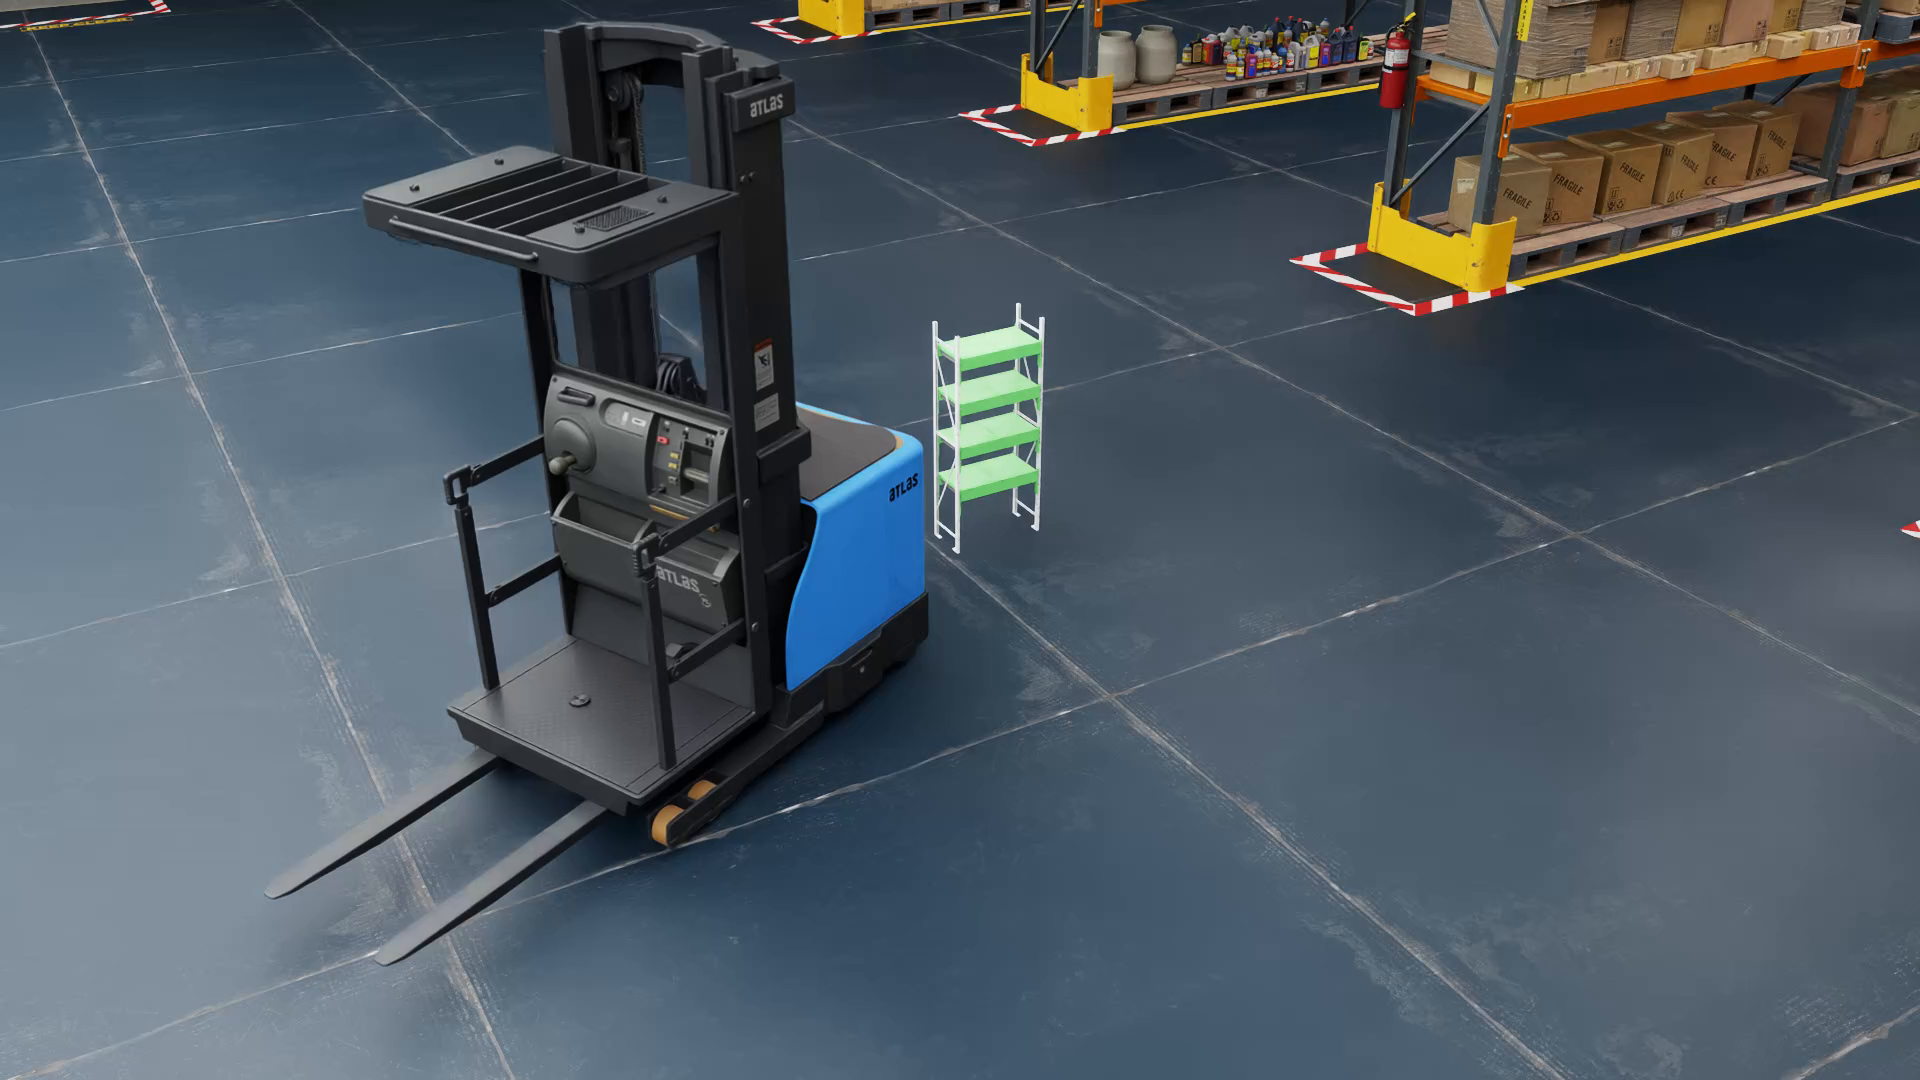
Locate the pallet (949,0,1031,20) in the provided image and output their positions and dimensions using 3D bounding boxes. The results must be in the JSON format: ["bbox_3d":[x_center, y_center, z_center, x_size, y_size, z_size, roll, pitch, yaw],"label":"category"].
[{"bbox_3d":[0.168,-6.757,20.775,1.213,0.211,1.003,-16,33,-26],"label":"pallet"}]

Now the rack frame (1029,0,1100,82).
[{"bbox_3d":[0.985,-5.412,15.452,0.127,3.000,1.000,-16,33,-26],"label":"rack frame"}]

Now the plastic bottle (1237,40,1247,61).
[{"bbox_3d":[2.937,-5.099,17.325,0.097,0.201,0.097,0,29,0],"label":"plastic bottle"}]

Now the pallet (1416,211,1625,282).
[{"bbox_3d":[4.278,-2.331,12.755,1.213,0.211,1.003,-16,33,-26],"label":"pallet"}]

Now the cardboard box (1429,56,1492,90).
[{"bbox_3d":[3.636,-3.395,12.057,0.250,0.149,0.380,-16,33,-26],"label":"cardboard box"}]

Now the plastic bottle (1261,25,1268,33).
[{"bbox_3d":[3.202,-5.301,17.606,0.133,0.283,0.061,-14,32,-24],"label":"plastic bottle"}]

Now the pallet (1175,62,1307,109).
[{"bbox_3d":[2.781,-4.723,17.089,1.213,0.211,1.003,-16,33,-26],"label":"pallet"}]

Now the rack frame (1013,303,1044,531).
[{"bbox_3d":[0.353,-0.626,8.642,0.015,1.200,0.240,-16,33,-26],"label":"rack frame"}]

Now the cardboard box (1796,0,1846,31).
[{"bbox_3d":[6.524,-4.418,13.239,0.500,0.500,0.875,-16,33,-26],"label":"cardboard box"}]

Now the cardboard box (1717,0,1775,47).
[{"bbox_3d":[5.695,-4.145,12.746,0.500,0.500,0.875,-16,33,-26],"label":"cardboard box"}]

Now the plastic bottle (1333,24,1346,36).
[{"bbox_3d":[3.952,-5.206,17.366,0.185,0.351,0.144,-16,33,-26],"label":"plastic bottle"}]

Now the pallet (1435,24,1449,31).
[{"bbox_3d":[6.144,-5.679,18.823,1.213,0.211,1.003,-16,33,-26],"label":"pallet"}]

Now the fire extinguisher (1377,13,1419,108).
[{"bbox_3d":[3.162,-3.479,12.029,0.183,0.674,0.296,-16,33,-26],"label":"fire extinguisher"}]

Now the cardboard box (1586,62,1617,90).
[{"bbox_3d":[4.514,-3.387,12.043,0.250,0.149,0.380,-16,33,-26],"label":"cardboard box"}]

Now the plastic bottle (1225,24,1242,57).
[{"bbox_3d":[2.838,-5.204,17.361,0.185,0.351,0.144,-14,32,-24],"label":"plastic bottle"}]

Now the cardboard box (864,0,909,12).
[{"bbox_3d":[-0.946,-6.495,19.826,0.500,0.250,0.500,-16,33,-26],"label":"cardboard box"}]

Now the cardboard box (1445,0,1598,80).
[{"bbox_3d":[3.983,-3.646,11.841,0.500,0.500,0.875,-16,33,-26],"label":"cardboard box"}]

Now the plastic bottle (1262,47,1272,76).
[{"bbox_3d":[3.088,-4.833,16.771,0.097,0.271,0.097,0,29,0],"label":"plastic bottle"}]

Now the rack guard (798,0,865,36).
[{"bbox_3d":[-1.542,-6.376,19.786,0.348,0.500,1.175,-16,33,-26],"label":"rack guard"}]

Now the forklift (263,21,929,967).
[{"bbox_3d":[-1.387,-0.334,6.321,1.130,2.935,3.031,18,34,29],"label":"forklift"}]

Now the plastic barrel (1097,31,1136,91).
[{"bbox_3d":[1.514,-4.700,16.302,0.421,0.512,0.421,0,29,0],"label":"plastic barrel"}]

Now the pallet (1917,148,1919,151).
[{"bbox_3d":[8.667,-3.599,15.053,1.213,0.211,1.003,-16,33,-26],"label":"pallet"}]

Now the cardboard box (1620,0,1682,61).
[{"bbox_3d":[4.806,-3.923,12.342,0.500,0.500,0.875,-16,33,-26],"label":"cardboard box"}]

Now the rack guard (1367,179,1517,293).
[{"bbox_3d":[3.560,-2.273,12.351,0.348,0.500,1.175,-16,33,-26],"label":"rack guard"}]

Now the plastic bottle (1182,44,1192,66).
[{"bbox_3d":[2.347,-5.012,17.168,0.097,0.201,0.097,0,29,0],"label":"plastic bottle"}]

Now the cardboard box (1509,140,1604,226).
[{"bbox_3d":[4.539,-2.745,12.771,0.500,0.500,0.500,-8,30,-13],"label":"cardboard box"}]

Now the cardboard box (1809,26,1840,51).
[{"bbox_3d":[6.686,-3.986,13.128,0.250,0.149,0.380,-16,33,-26],"label":"cardboard box"}]

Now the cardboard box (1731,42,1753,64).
[{"bbox_3d":[5.804,-3.758,12.714,0.250,0.149,0.380,-16,33,-26],"label":"cardboard box"}]

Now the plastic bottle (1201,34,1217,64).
[{"bbox_3d":[2.578,-5.095,17.241,0.135,0.276,0.152,-16,33,-26],"label":"plastic bottle"}]

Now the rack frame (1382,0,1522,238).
[{"bbox_3d":[3.494,-3.349,11.714,0.127,3.000,1.000,-16,33,-26],"label":"rack frame"}]

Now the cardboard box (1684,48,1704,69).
[{"bbox_3d":[5.352,-3.652,12.524,0.250,0.149,0.380,-16,33,-26],"label":"cardboard box"}]

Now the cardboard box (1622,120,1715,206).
[{"bbox_3d":[5.593,-3.008,13.249,0.500,0.500,0.500,-19,34,-31],"label":"cardboard box"}]

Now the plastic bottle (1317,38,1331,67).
[{"bbox_3d":[3.740,-5.013,17.085,0.133,0.283,0.061,-14,32,-23],"label":"plastic bottle"}]

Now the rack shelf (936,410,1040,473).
[{"bbox_3d":[0.143,-0.510,8.564,0.480,0.148,0.258,-16,33,-26],"label":"rack shelf"}]

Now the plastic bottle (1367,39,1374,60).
[{"bbox_3d":[4.279,-5.140,17.400,0.097,0.201,0.097,0,29,0],"label":"plastic bottle"}]

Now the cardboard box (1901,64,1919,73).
[{"bbox_3d":[8.867,-3.950,14.935,0.500,0.500,0.700,-13,31,-22],"label":"cardboard box"}]

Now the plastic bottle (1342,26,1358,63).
[{"bbox_3d":[4.025,-5.146,17.257,0.185,0.351,0.144,-17,33,-28],"label":"plastic bottle"}]

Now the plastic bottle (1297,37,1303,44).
[{"bbox_3d":[3.507,-5.027,17.111,0.133,0.283,0.061,-16,33,-26],"label":"plastic bottle"}]

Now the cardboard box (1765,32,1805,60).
[{"bbox_3d":[6.281,-3.842,12.867,0.250,0.149,0.380,-16,33,-26],"label":"cardboard box"}]

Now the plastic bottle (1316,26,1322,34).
[{"bbox_3d":[3.849,-5.438,17.941,0.097,0.201,0.097,0,29,0],"label":"plastic bottle"}]

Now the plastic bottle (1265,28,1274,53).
[{"bbox_3d":[3.257,-5.267,17.557,0.097,0.271,0.097,0,29,0],"label":"plastic bottle"}]

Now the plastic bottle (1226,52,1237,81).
[{"bbox_3d":[2.706,-4.724,16.574,0.097,0.271,0.097,0,29,0],"label":"plastic bottle"}]

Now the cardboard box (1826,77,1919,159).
[{"bbox_3d":[7.904,-3.676,14.439,0.500,0.500,0.700,-16,33,-27],"label":"cardboard box"}]

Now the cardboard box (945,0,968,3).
[{"bbox_3d":[-0.085,-6.741,20.272,0.500,0.250,0.500,-16,33,-26],"label":"cardboard box"}]

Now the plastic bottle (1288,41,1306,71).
[{"bbox_3d":[3.439,-4.949,16.978,0.135,0.276,0.152,-15,32,-25],"label":"plastic bottle"}]

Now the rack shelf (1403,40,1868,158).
[{"bbox_3d":[5.219,-3.523,12.775,4.000,0.370,1.077,-16,33,-26],"label":"rack shelf"}]

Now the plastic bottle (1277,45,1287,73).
[{"bbox_3d":[3.263,-4.882,16.861,0.097,0.271,0.097,0,29,0],"label":"plastic bottle"}]

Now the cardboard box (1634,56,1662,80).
[{"bbox_3d":[4.935,-3.518,12.280,0.250,0.149,0.380,-16,33,-26],"label":"cardboard box"}]

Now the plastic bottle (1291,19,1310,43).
[{"bbox_3d":[3.601,-5.339,17.607,0.185,0.351,0.144,-16,33,-26],"label":"plastic bottle"}]

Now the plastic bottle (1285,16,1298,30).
[{"bbox_3d":[3.528,-5.399,17.716,0.185,0.351,0.144,-15,32,-25],"label":"plastic bottle"}]

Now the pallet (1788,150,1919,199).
[{"bbox_3d":[7.614,-3.298,14.508,1.213,0.211,1.003,-16,33,-26],"label":"pallet"}]

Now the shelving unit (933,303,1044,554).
[{"bbox_3d":[0.143,-0.566,8.534,0.503,1.200,0.258,-16,33,-26],"label":"shelving unit"}]

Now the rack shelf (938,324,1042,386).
[{"bbox_3d":[0.143,-0.930,8.332,0.480,0.148,0.258,-16,33,-26],"label":"rack shelf"}]

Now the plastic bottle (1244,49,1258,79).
[{"bbox_3d":[2.911,-4.777,16.658,0.133,0.283,0.061,-15,32,-26],"label":"plastic bottle"}]

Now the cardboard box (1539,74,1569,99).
[{"bbox_3d":[4.086,-3.262,11.817,0.250,0.149,0.380,-16,33,-26],"label":"cardboard box"}]

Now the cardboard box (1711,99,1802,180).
[{"bbox_3d":[6.578,-3.336,13.843,0.500,0.500,0.500,-17,33,-28],"label":"cardboard box"}]

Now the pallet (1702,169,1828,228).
[{"bbox_3d":[6.382,-2.928,13.837,1.213,0.211,1.003,-16,33,-26],"label":"pallet"}]
